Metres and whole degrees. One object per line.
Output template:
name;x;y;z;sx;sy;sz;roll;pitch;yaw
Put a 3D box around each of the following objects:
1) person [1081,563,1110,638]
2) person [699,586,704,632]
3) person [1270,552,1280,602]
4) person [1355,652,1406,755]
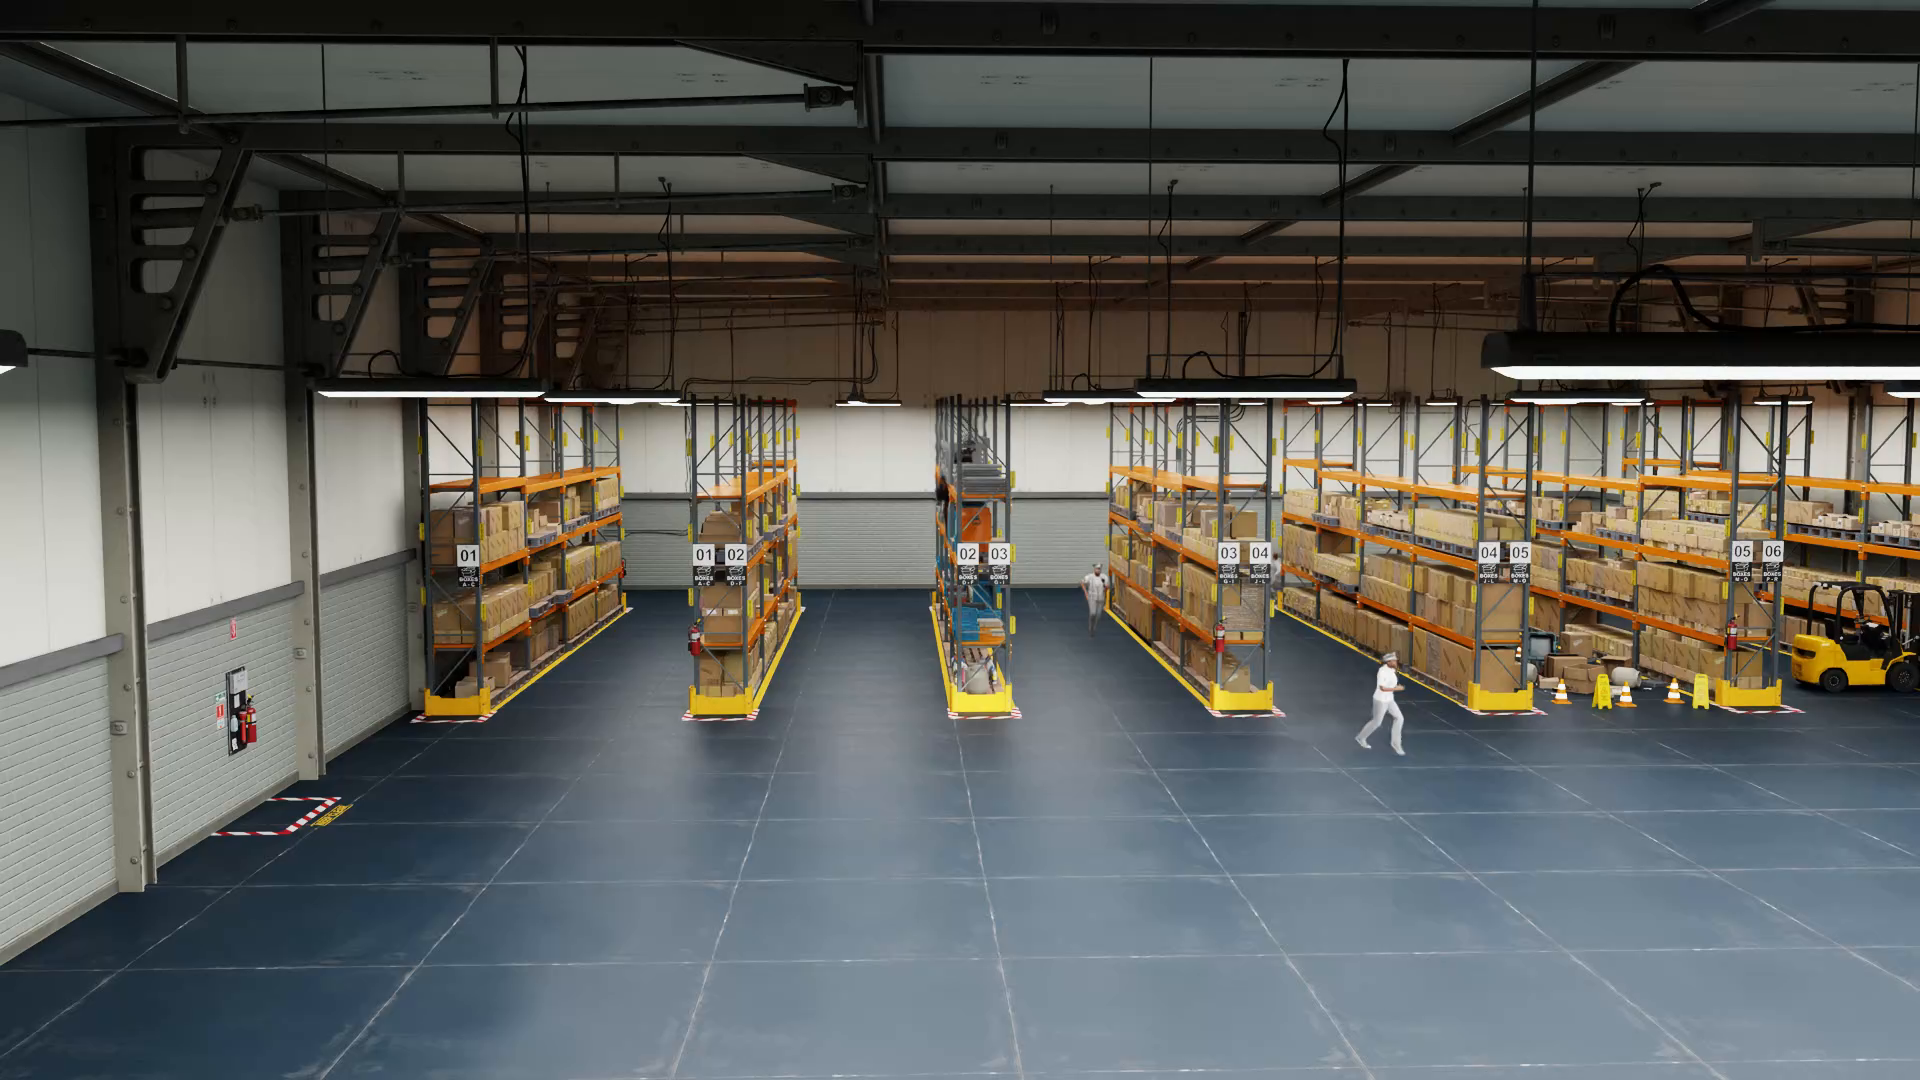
person;3.285;1.445;39.971;0.654;1.821;0.699;-1;5;-9
person;-6.564;1.511;43.048;0.599;1.696;0.819;0;4;2
person;9.200;1.119;48.961;0.469;1.535;0.613;0;5;-3
person;7.030;2.710;27.736;0.833;1.735;0.600;3;5;33
